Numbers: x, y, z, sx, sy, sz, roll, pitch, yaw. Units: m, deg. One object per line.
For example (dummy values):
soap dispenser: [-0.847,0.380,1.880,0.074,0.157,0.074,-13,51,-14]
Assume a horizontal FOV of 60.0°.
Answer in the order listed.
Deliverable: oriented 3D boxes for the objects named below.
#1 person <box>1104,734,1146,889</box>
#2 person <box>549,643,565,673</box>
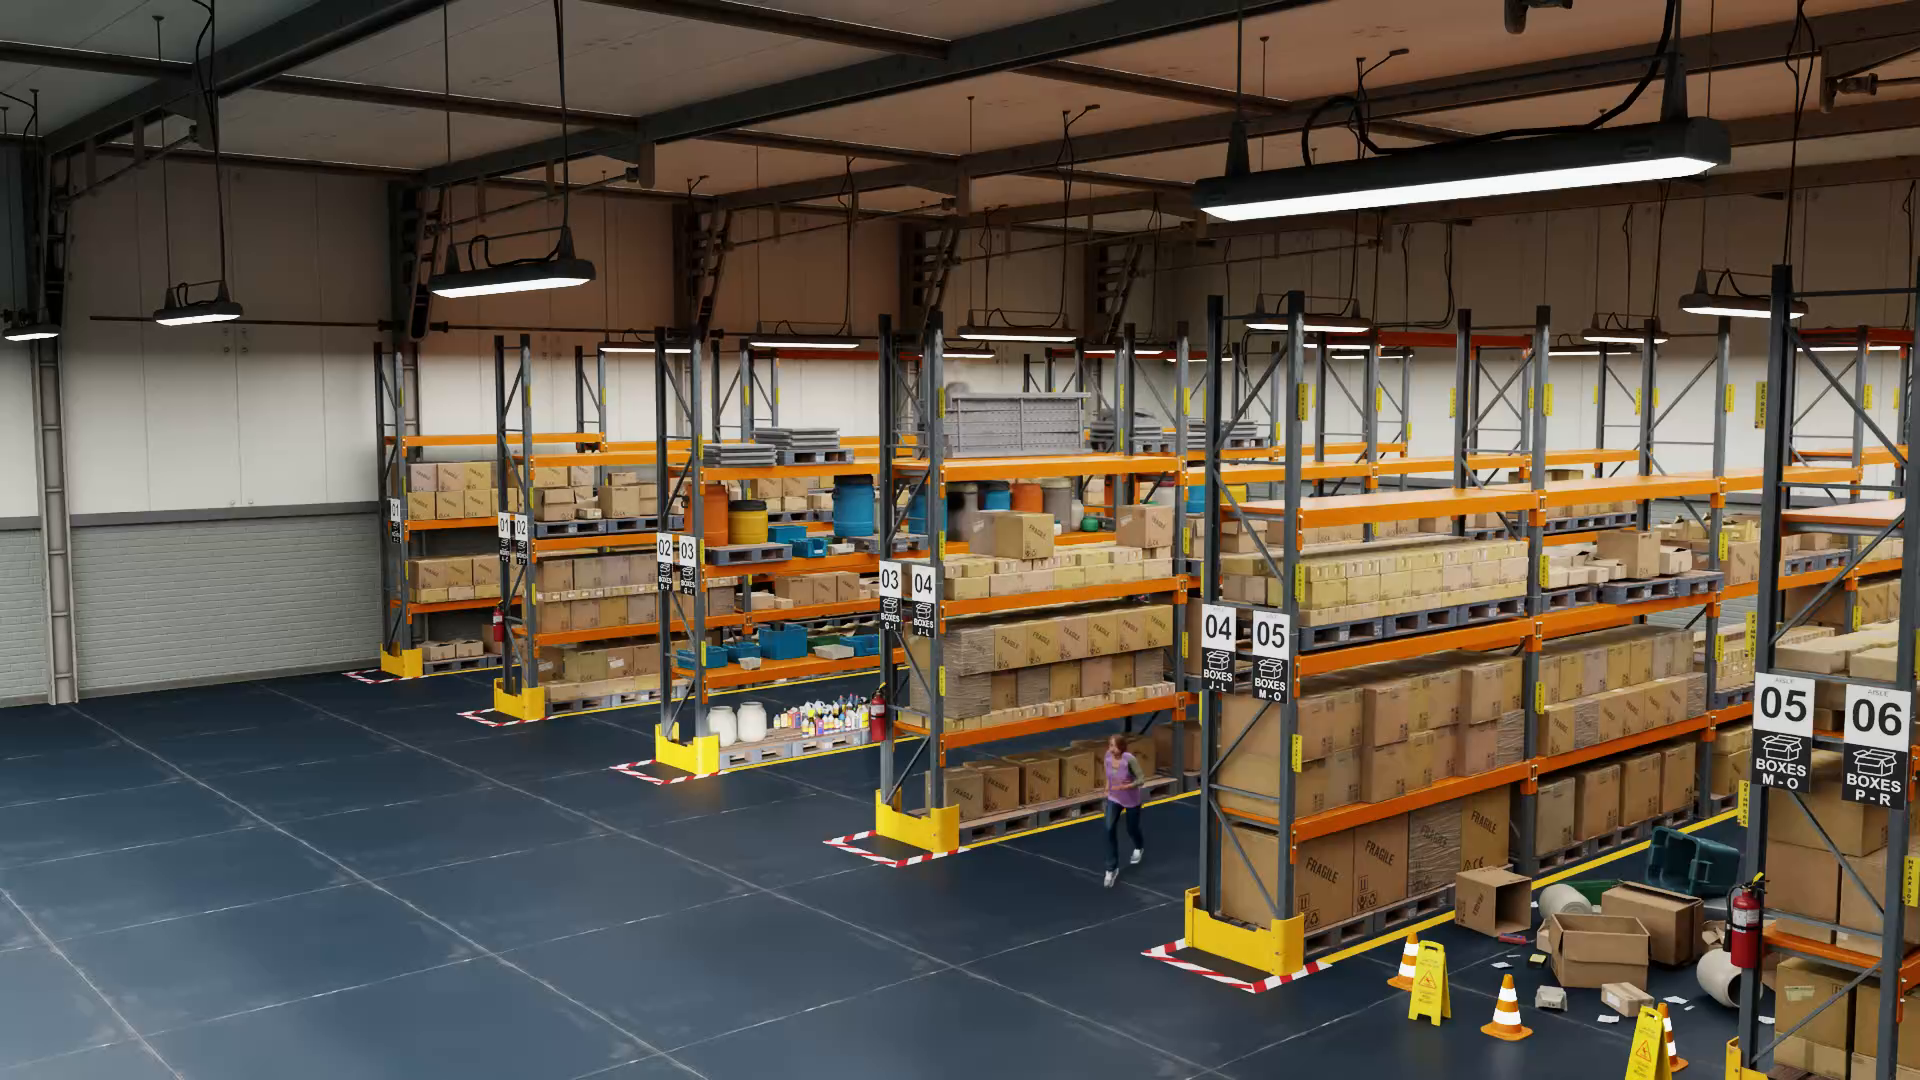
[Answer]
person: [1.751,2.789,17.563,0.538,1.595,0.940,2,6,25]
person: [-6.955,1.769,28.458,0.533,1.609,0.816,4,6,34]
